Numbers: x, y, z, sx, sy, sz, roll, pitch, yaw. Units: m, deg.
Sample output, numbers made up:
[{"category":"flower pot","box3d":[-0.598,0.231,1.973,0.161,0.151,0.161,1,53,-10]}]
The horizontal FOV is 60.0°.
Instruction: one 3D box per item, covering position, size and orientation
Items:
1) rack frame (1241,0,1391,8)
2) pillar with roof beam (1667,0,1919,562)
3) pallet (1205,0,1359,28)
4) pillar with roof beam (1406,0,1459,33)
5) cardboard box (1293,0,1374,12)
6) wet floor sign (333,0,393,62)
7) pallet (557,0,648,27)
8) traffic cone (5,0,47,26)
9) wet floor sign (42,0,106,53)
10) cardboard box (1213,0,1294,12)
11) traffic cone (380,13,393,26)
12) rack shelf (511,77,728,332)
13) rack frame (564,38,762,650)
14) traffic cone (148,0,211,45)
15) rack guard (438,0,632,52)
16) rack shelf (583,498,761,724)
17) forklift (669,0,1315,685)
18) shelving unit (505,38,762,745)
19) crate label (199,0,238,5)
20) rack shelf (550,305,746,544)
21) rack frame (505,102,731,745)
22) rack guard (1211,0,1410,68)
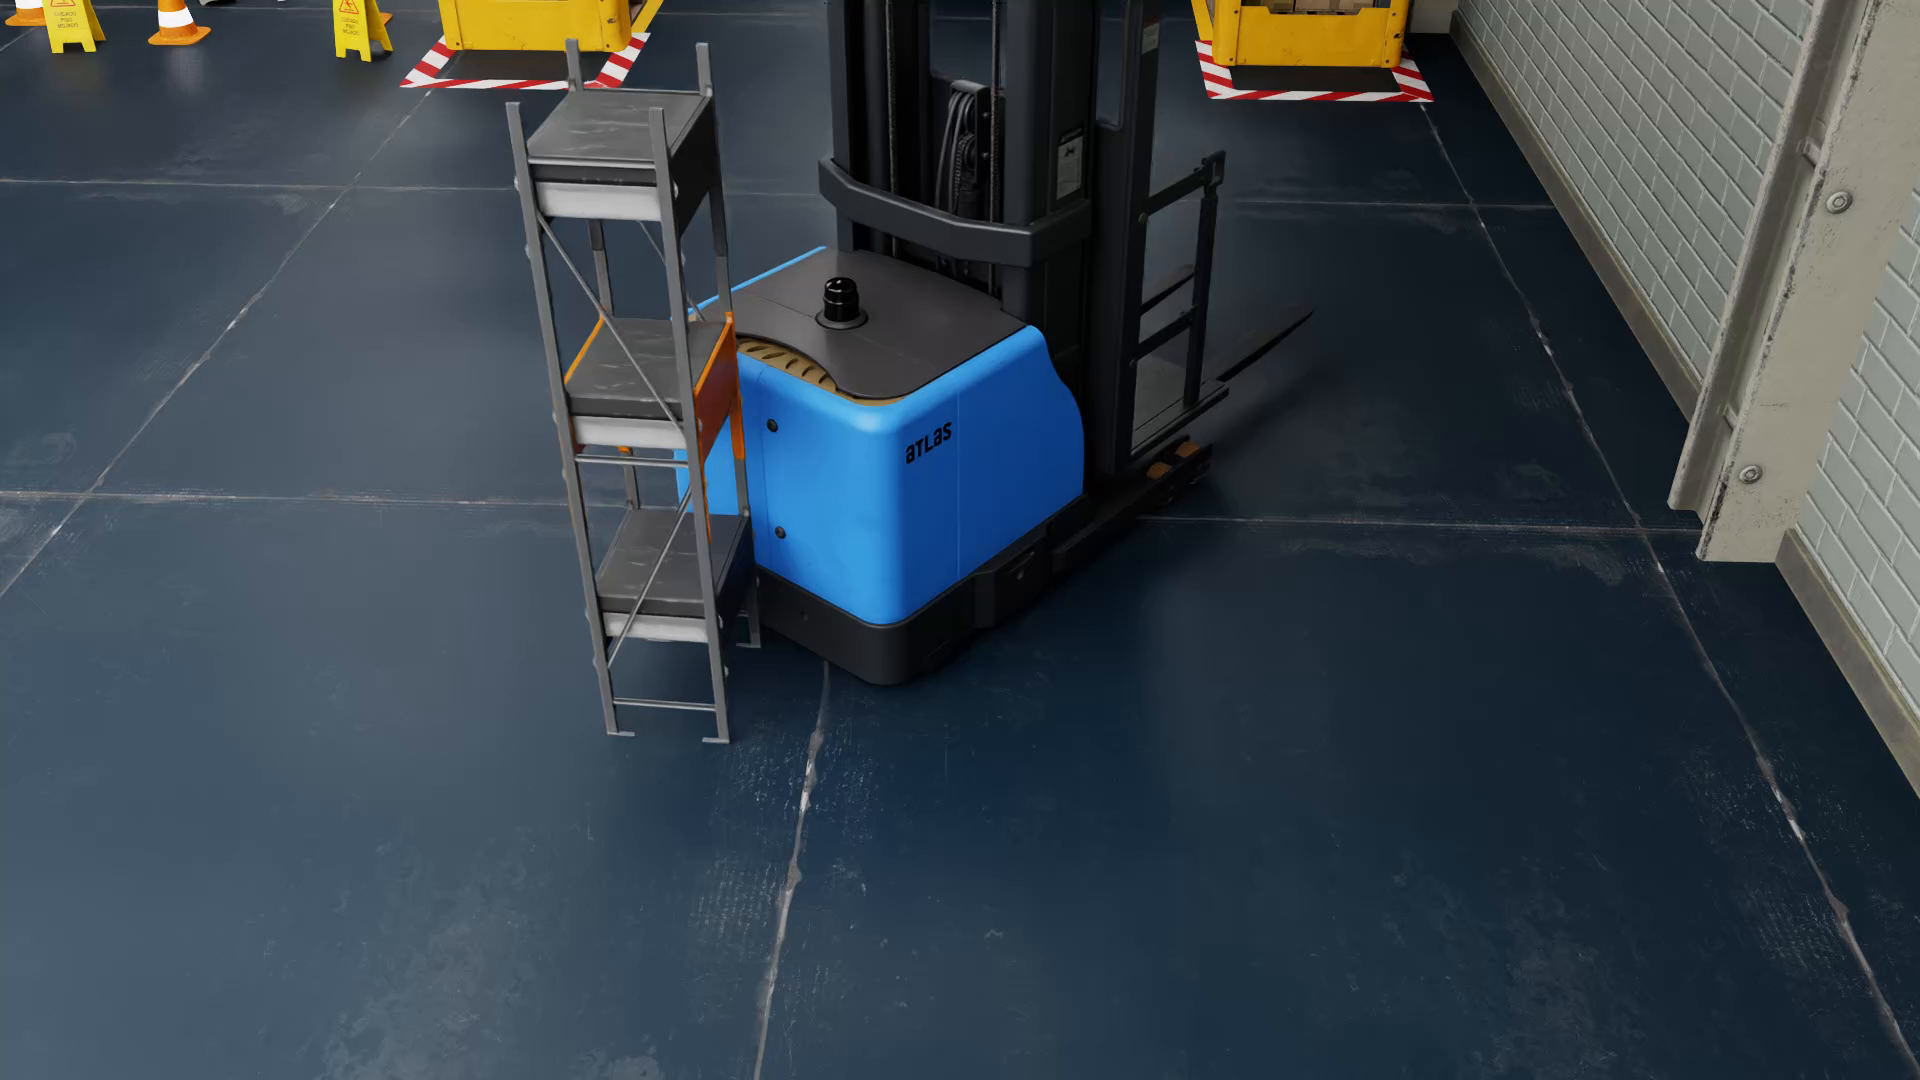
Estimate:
[{"category":"rack frame","box3d":[2.207,-4.330,9.802,1.000,3.000,0.127,1,35,2]},{"category":"pillar with roof beam","box3d":[-1.407,-3.816,3.853,9.100,9.000,0.400,1,35,2]},{"category":"pallet","box3d":[2.196,-3.629,11.230,1.003,0.211,1.213,1,35,2]},{"category":"pillar with roof beam","box3d":[-1.166,-7.263,8.758,9.100,9.000,0.400,1,35,2]},{"category":"cardboard box","box3d":[2.422,-3.654,10.867,0.500,0.250,0.500,1,35,2]},{"category":"wet floor sign","box3d":[-3.830,-3.395,10.519,0.267,0.644,0.232,13,37,18]},{"category":"pallet","box3d":[-2.682,-3.811,11.489,1.003,0.211,1.213,1,35,2]},{"category":"traffic cone","box3d":[-6.263,-3.733,11.159,0.336,0.463,0.334,1,35,2]},{"category":"wet floor sign","box3d":[-5.726,-3.473,10.630,0.267,0.644,0.232,-4,35,-6]},{"category":"cardboard box","box3d":[1.910,-3.654,10.866,0.500,0.250,0.500,2,35,2]},{"category":"traffic cone","box3d":[-4.025,-3.681,11.086,0.336,0.463,0.334,1,35,2]},{"category":"rack shelf","box3d":[-0.908,-0.921,4.541,0.431,0.518,0.480,4,35,5]},{"category":"rack frame","box3d":[-0.881,-0.499,5.135,0.400,2.100,0.015,4,35,5]},{"category":"traffic cone","box3d":[-5.147,-3.512,10.844,0.336,0.463,0.334,1,35,2]},{"category":"rack guard","box3d":[-2.750,-3.463,10.743,1.175,0.500,0.348,1,35,2]},{"category":"rack shelf","box3d":[-0.908,0.224,5.346,0.431,0.518,0.480,4,35,5]},{"category":"forklift","box3d":[0.338,-1.500,5.835,1.130,2.935,3.031,26,42,32]},{"category":"shelving unit","box3d":[-0.908,-0.360,4.936,0.431,2.100,0.503,4,35,5]},{"category":"crate label","box3d":[-5.178,-3.831,11.582,0.250,0.136,0.298,-17,38,-22]},{"category":"rack shelf","box3d":[-0.908,-0.349,4.944,0.431,0.518,0.480,4,35,5]},{"category":"rack frame","box3d":[-0.934,-0.220,4.738,0.400,2.100,0.015,4,35,5]},{"category":"rack guard","box3d":[2.206,-3.293,10.501,1.175,0.500,0.348,1,35,2]}]
